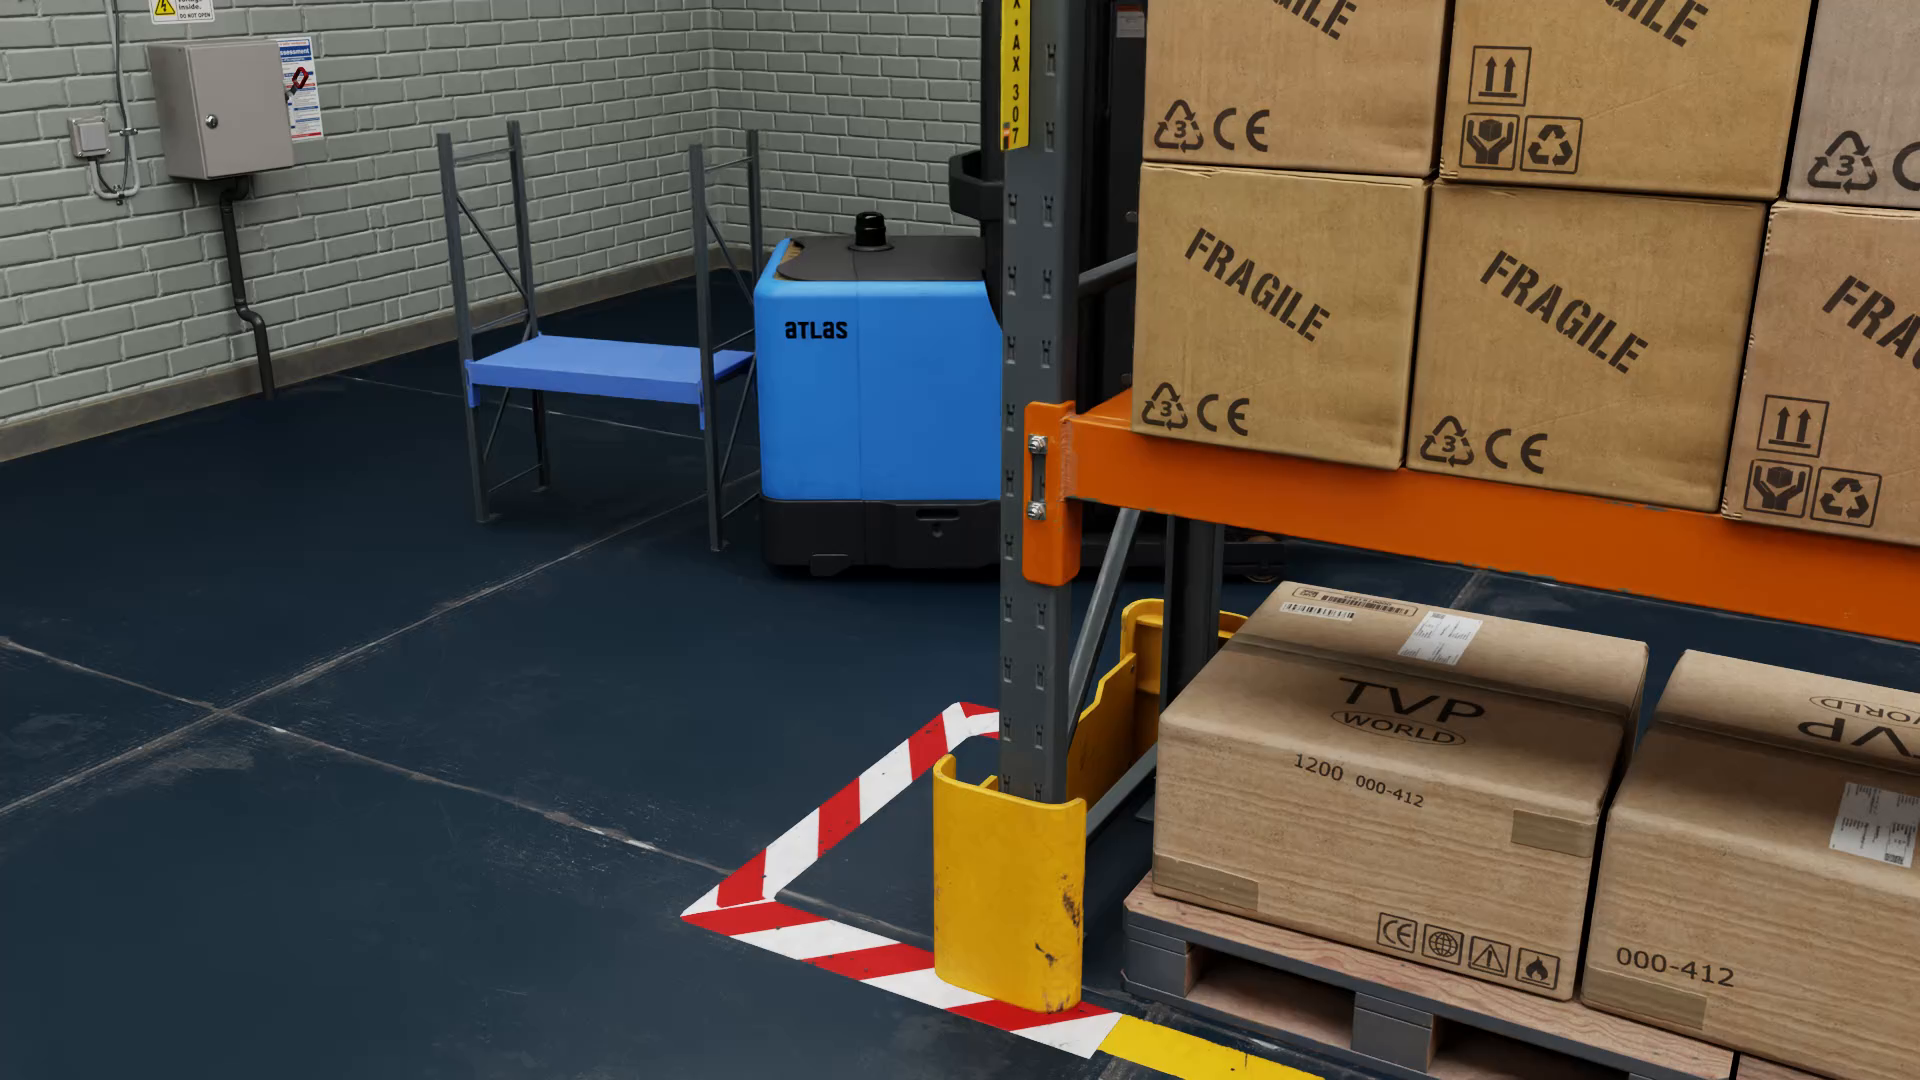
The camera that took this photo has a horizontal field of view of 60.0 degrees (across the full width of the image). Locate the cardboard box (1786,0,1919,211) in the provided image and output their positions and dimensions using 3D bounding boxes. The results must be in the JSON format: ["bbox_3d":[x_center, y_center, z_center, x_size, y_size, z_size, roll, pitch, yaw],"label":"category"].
[{"bbox_3d":[1.563,-0.769,2.474,0.500,0.500,0.500,11,22,27],"label":"cardboard box"}]

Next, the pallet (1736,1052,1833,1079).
[{"bbox_3d":[2.172,1.040,3.189,1.213,0.211,1.003,11,23,27],"label":"pallet"}]

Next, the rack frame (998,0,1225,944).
[{"bbox_3d":[0.375,-0.584,3.576,0.127,3.000,1.000,11,23,27],"label":"rack frame"}]

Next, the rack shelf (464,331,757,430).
[{"bbox_3d":[-1.325,-0.625,6.416,1.000,0.185,0.538,6,21,17],"label":"rack shelf"}]

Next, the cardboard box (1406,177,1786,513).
[{"bbox_3d":[1.109,-0.390,2.894,0.500,0.500,0.500,10,22,27],"label":"cardboard box"}]

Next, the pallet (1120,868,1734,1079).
[{"bbox_3d":[1.111,0.837,3.749,1.213,0.211,1.003,11,23,27],"label":"pallet"}]

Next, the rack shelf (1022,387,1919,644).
[{"bbox_3d":[2.121,0.087,2.782,4.000,0.370,1.077,11,23,27],"label":"rack shelf"}]

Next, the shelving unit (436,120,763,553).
[{"bbox_3d":[-1.325,-0.794,6.354,1.048,1.500,0.538,6,21,17],"label":"shelving unit"}]

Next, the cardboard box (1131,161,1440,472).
[{"bbox_3d":[0.654,-0.466,3.103,0.500,0.500,0.500,11,22,27],"label":"cardboard box"}]

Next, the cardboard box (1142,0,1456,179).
[{"bbox_3d":[0.655,-0.936,2.935,0.500,0.500,0.500,10,22,26],"label":"cardboard box"}]

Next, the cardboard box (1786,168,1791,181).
[{"bbox_3d":[1.356,-0.542,3.313,0.500,0.500,0.500,10,22,26],"label":"cardboard box"}]

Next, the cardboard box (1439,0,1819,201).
[{"bbox_3d":[1.110,-0.853,2.704,0.500,0.500,0.500,10,22,26],"label":"cardboard box"}]

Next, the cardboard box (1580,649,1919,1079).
[{"bbox_3d":[1.803,0.653,3.308,0.875,0.438,0.875,11,23,29],"label":"cardboard box"}]

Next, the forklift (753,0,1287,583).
[{"bbox_3d":[0.791,-1.405,5.939,3.031,2.935,1.130,0,20,-1],"label":"forklift"}]

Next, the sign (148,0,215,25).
[{"bbox_3d":[-3.615,-2.522,7.708,0.001,0.242,0.339,11,23,27],"label":"sign"}]

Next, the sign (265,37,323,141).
[{"bbox_3d":[-3.347,-2.253,8.316,0.001,0.494,0.329,11,23,27],"label":"sign"}]

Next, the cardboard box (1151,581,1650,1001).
[{"bbox_3d":[1.000,0.503,3.721,0.875,0.438,0.875,10,22,25],"label":"cardboard box"}]

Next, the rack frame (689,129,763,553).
[{"bbox_3d":[-0.842,-0.739,6.203,0.032,1.500,0.500,6,21,17],"label":"rack frame"}]

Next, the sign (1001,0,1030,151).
[{"bbox_3d":[0.099,-0.864,2.962,0.005,0.325,0.100,11,23,27],"label":"sign"}]

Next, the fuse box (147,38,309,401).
[{"bbox_3d":[-3.407,-1.510,8.019,0.414,1.711,0.539,11,23,27],"label":"fuse box"}]

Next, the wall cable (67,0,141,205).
[{"bbox_3d":[-3.877,-2.416,7.138,0.122,1.984,0.588,11,23,27],"label":"wall cable"}]

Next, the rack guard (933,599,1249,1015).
[{"bbox_3d":[0.354,0.587,4.013,0.348,0.500,1.175,11,23,27],"label":"rack guard"}]

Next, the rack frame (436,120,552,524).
[{"bbox_3d":[-1.807,-0.849,6.505,0.032,1.500,0.500,6,21,17],"label":"rack frame"}]

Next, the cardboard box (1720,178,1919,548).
[{"bbox_3d":[1.545,-0.300,2.646,0.500,0.500,0.500,11,22,27],"label":"cardboard box"}]
